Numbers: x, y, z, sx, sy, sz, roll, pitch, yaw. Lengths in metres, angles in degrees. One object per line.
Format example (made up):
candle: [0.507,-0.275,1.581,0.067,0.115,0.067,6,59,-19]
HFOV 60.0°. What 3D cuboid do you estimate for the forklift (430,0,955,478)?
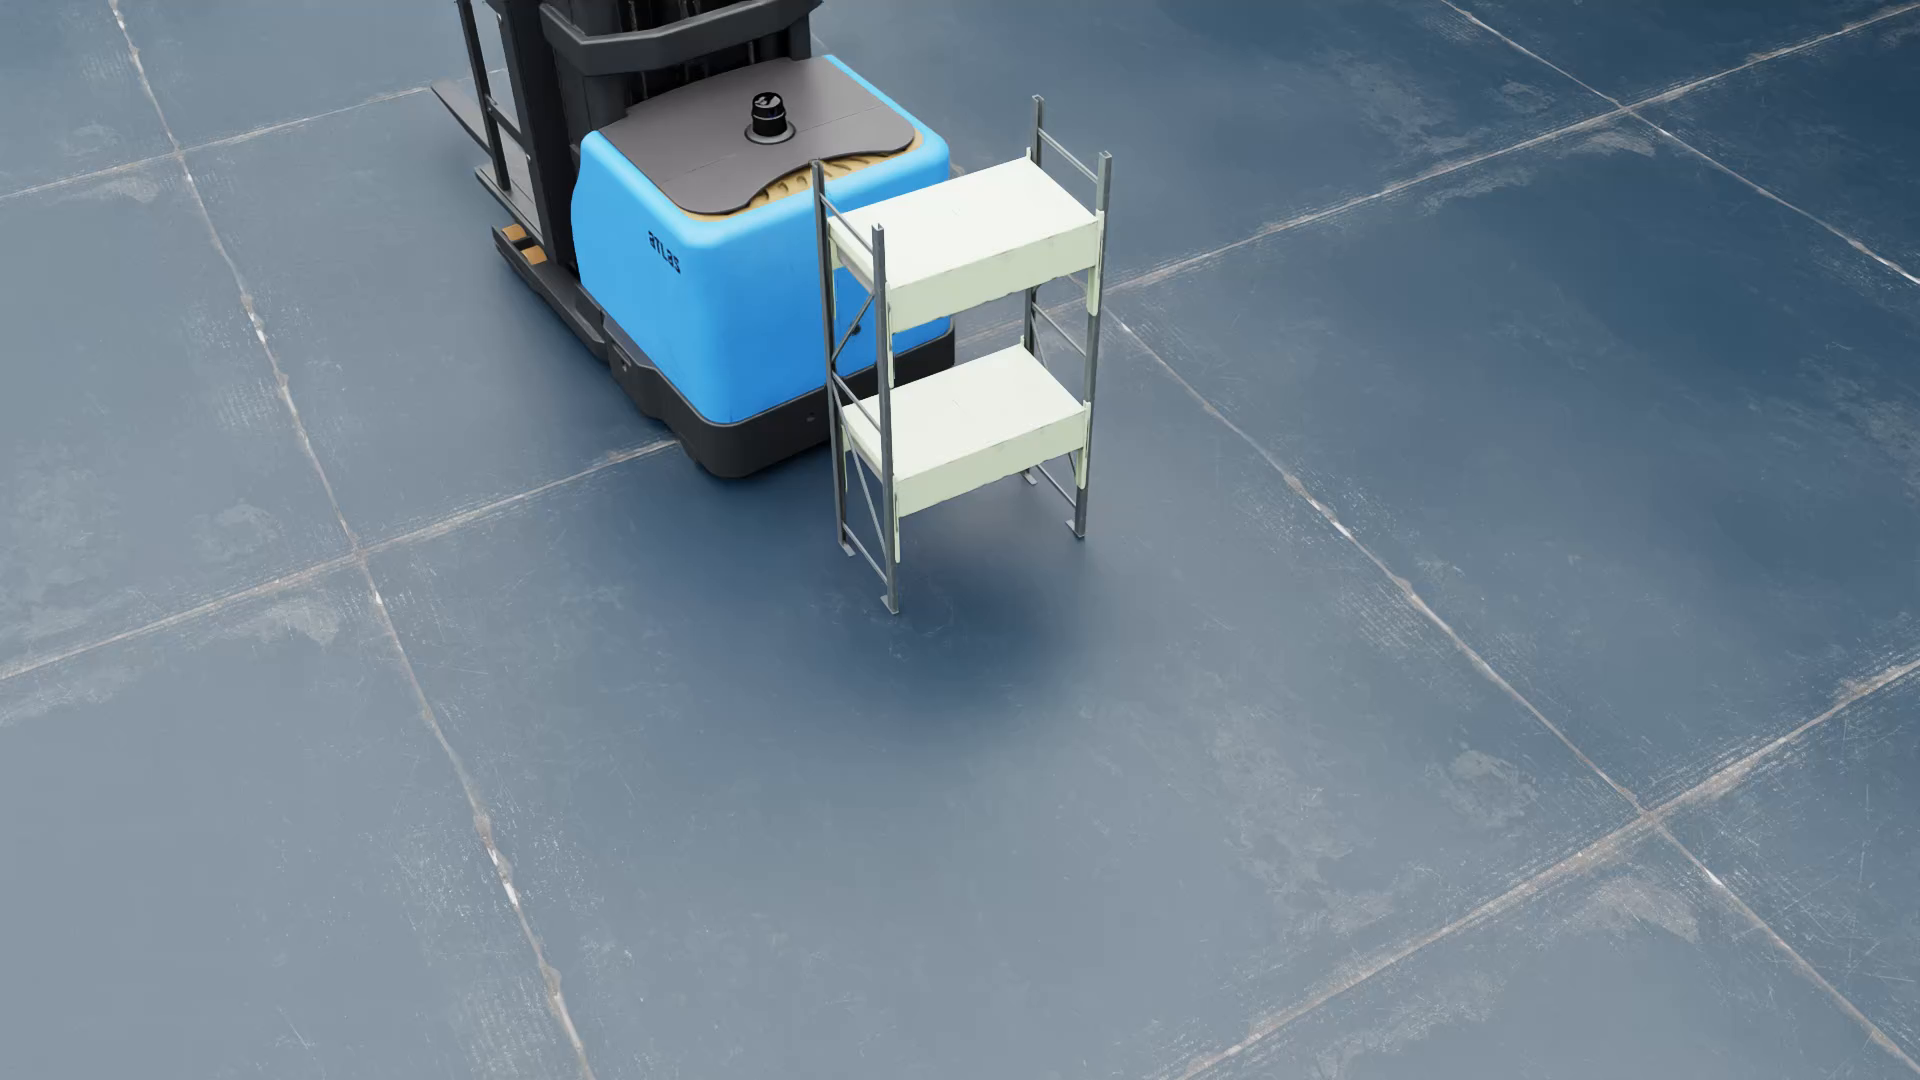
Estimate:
forklift: [-1.277,-2.261,5.976,1.130,2.935,3.031,-26,50,-24]

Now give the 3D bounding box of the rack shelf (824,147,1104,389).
rack shelf: [0.006,-0.821,4.958,0.720,0.370,0.431,-22,48,-21]

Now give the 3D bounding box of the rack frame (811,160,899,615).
rack frame: [-0.312,-0.414,5.099,0.023,1.500,0.400,-22,48,-21]

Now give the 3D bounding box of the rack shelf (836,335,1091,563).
rack shelf: [0.006,-0.307,5.457,0.720,0.370,0.431,-22,48,-21]

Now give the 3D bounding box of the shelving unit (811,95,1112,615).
shelving unit: [0.006,-0.541,5.230,0.755,1.500,0.431,-22,48,-21]

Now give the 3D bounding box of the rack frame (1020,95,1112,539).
rack frame: [0.323,-0.668,5.361,0.023,1.500,0.400,-22,48,-21]
